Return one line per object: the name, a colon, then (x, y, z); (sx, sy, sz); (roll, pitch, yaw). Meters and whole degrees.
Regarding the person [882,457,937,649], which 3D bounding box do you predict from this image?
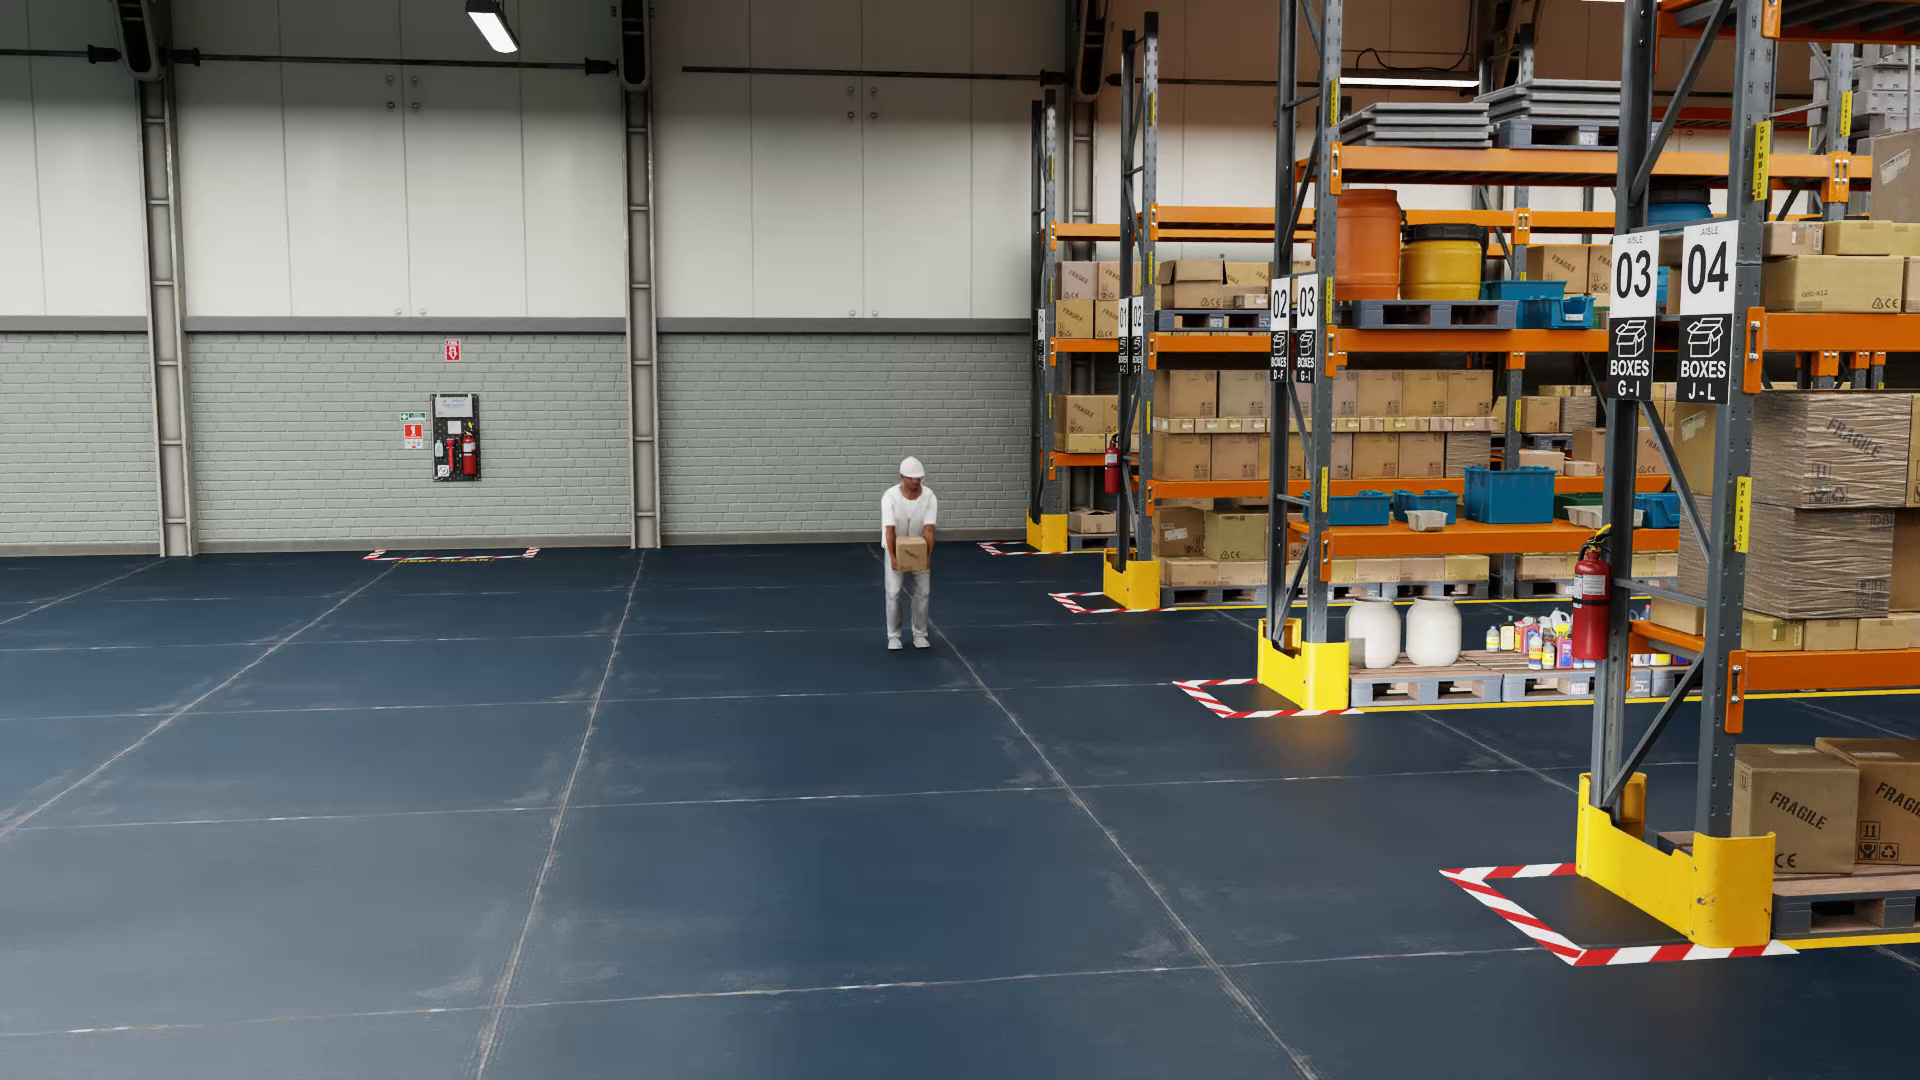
person: (-0.447, 0.116, 14.787); (0.493, 1.718, 0.611); (-1, 7, -10)
